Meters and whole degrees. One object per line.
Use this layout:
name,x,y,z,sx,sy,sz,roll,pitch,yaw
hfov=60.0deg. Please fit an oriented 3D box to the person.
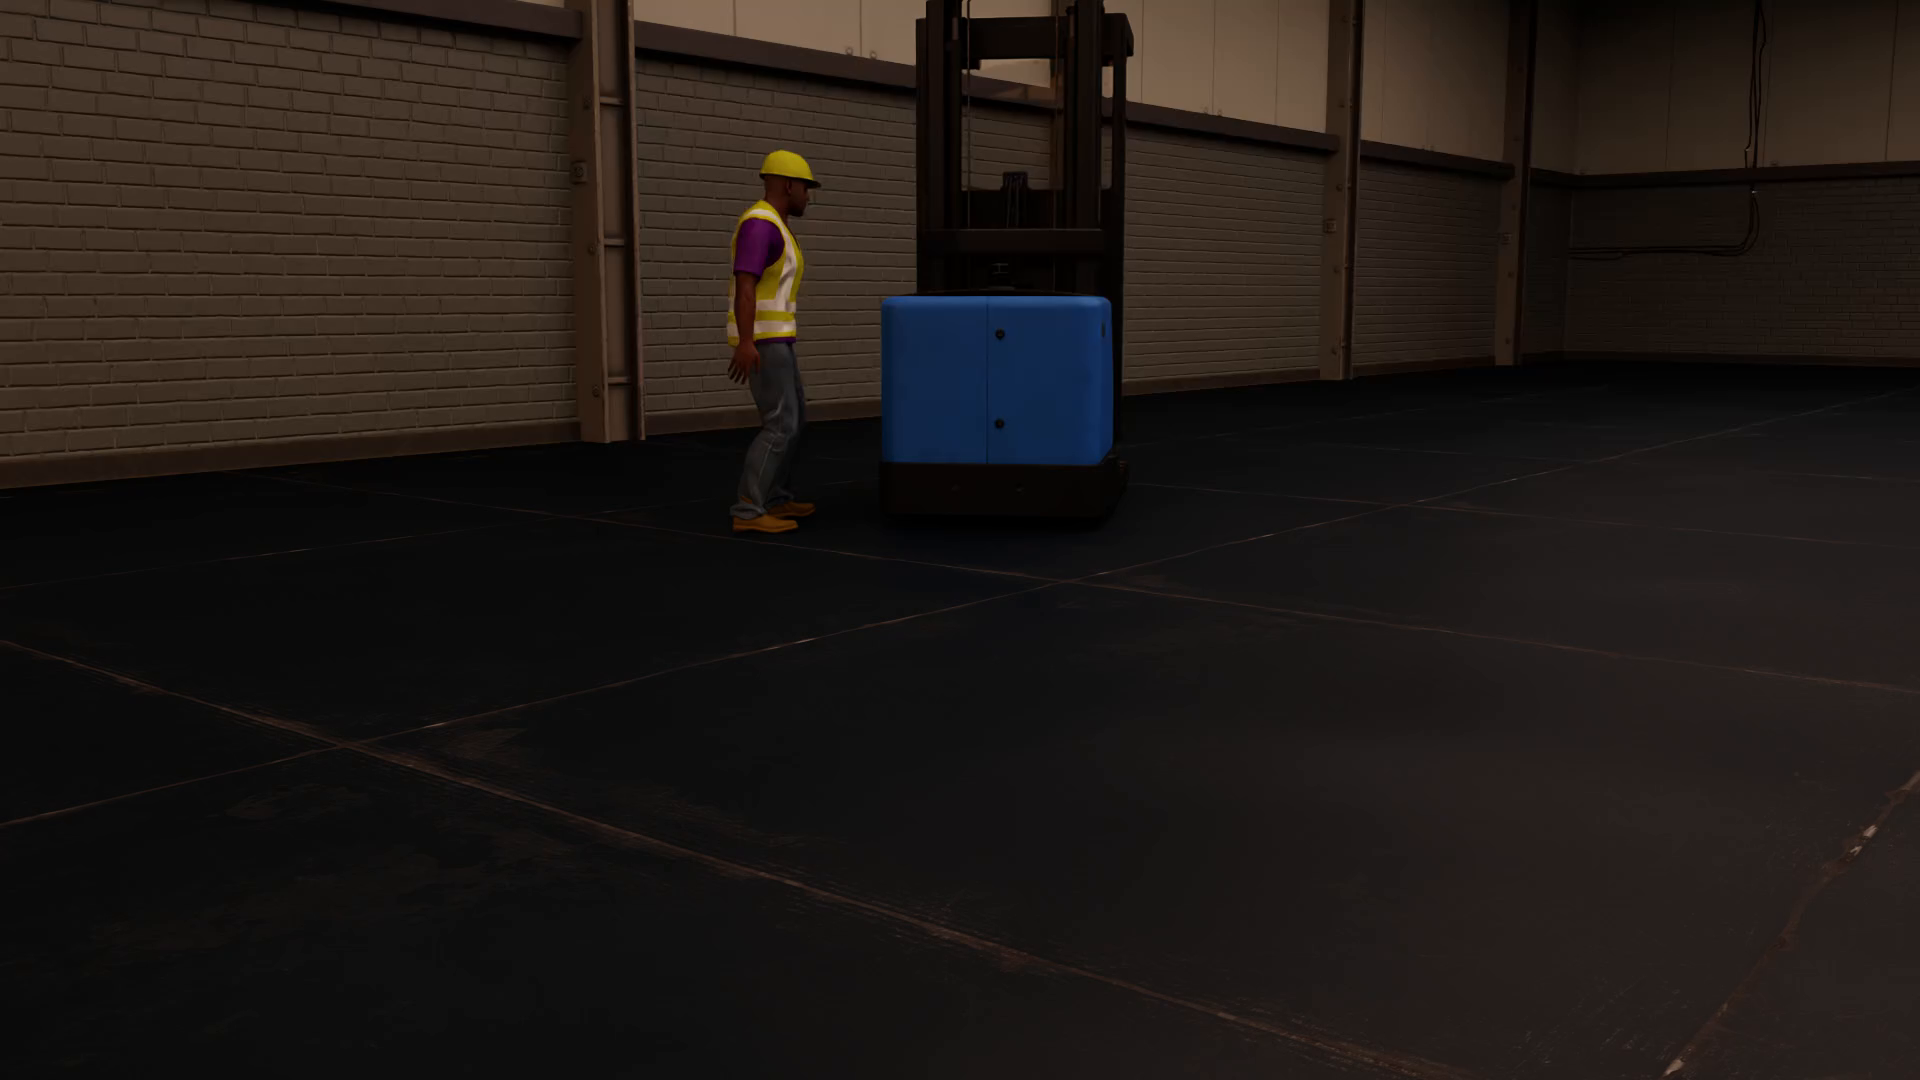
person,-0.852,-0.915,7.678,0.442,1.733,0.869,0,8,-3

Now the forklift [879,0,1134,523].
forklift,0.353,-1.707,8.947,1.130,2.935,3.031,1,8,9
